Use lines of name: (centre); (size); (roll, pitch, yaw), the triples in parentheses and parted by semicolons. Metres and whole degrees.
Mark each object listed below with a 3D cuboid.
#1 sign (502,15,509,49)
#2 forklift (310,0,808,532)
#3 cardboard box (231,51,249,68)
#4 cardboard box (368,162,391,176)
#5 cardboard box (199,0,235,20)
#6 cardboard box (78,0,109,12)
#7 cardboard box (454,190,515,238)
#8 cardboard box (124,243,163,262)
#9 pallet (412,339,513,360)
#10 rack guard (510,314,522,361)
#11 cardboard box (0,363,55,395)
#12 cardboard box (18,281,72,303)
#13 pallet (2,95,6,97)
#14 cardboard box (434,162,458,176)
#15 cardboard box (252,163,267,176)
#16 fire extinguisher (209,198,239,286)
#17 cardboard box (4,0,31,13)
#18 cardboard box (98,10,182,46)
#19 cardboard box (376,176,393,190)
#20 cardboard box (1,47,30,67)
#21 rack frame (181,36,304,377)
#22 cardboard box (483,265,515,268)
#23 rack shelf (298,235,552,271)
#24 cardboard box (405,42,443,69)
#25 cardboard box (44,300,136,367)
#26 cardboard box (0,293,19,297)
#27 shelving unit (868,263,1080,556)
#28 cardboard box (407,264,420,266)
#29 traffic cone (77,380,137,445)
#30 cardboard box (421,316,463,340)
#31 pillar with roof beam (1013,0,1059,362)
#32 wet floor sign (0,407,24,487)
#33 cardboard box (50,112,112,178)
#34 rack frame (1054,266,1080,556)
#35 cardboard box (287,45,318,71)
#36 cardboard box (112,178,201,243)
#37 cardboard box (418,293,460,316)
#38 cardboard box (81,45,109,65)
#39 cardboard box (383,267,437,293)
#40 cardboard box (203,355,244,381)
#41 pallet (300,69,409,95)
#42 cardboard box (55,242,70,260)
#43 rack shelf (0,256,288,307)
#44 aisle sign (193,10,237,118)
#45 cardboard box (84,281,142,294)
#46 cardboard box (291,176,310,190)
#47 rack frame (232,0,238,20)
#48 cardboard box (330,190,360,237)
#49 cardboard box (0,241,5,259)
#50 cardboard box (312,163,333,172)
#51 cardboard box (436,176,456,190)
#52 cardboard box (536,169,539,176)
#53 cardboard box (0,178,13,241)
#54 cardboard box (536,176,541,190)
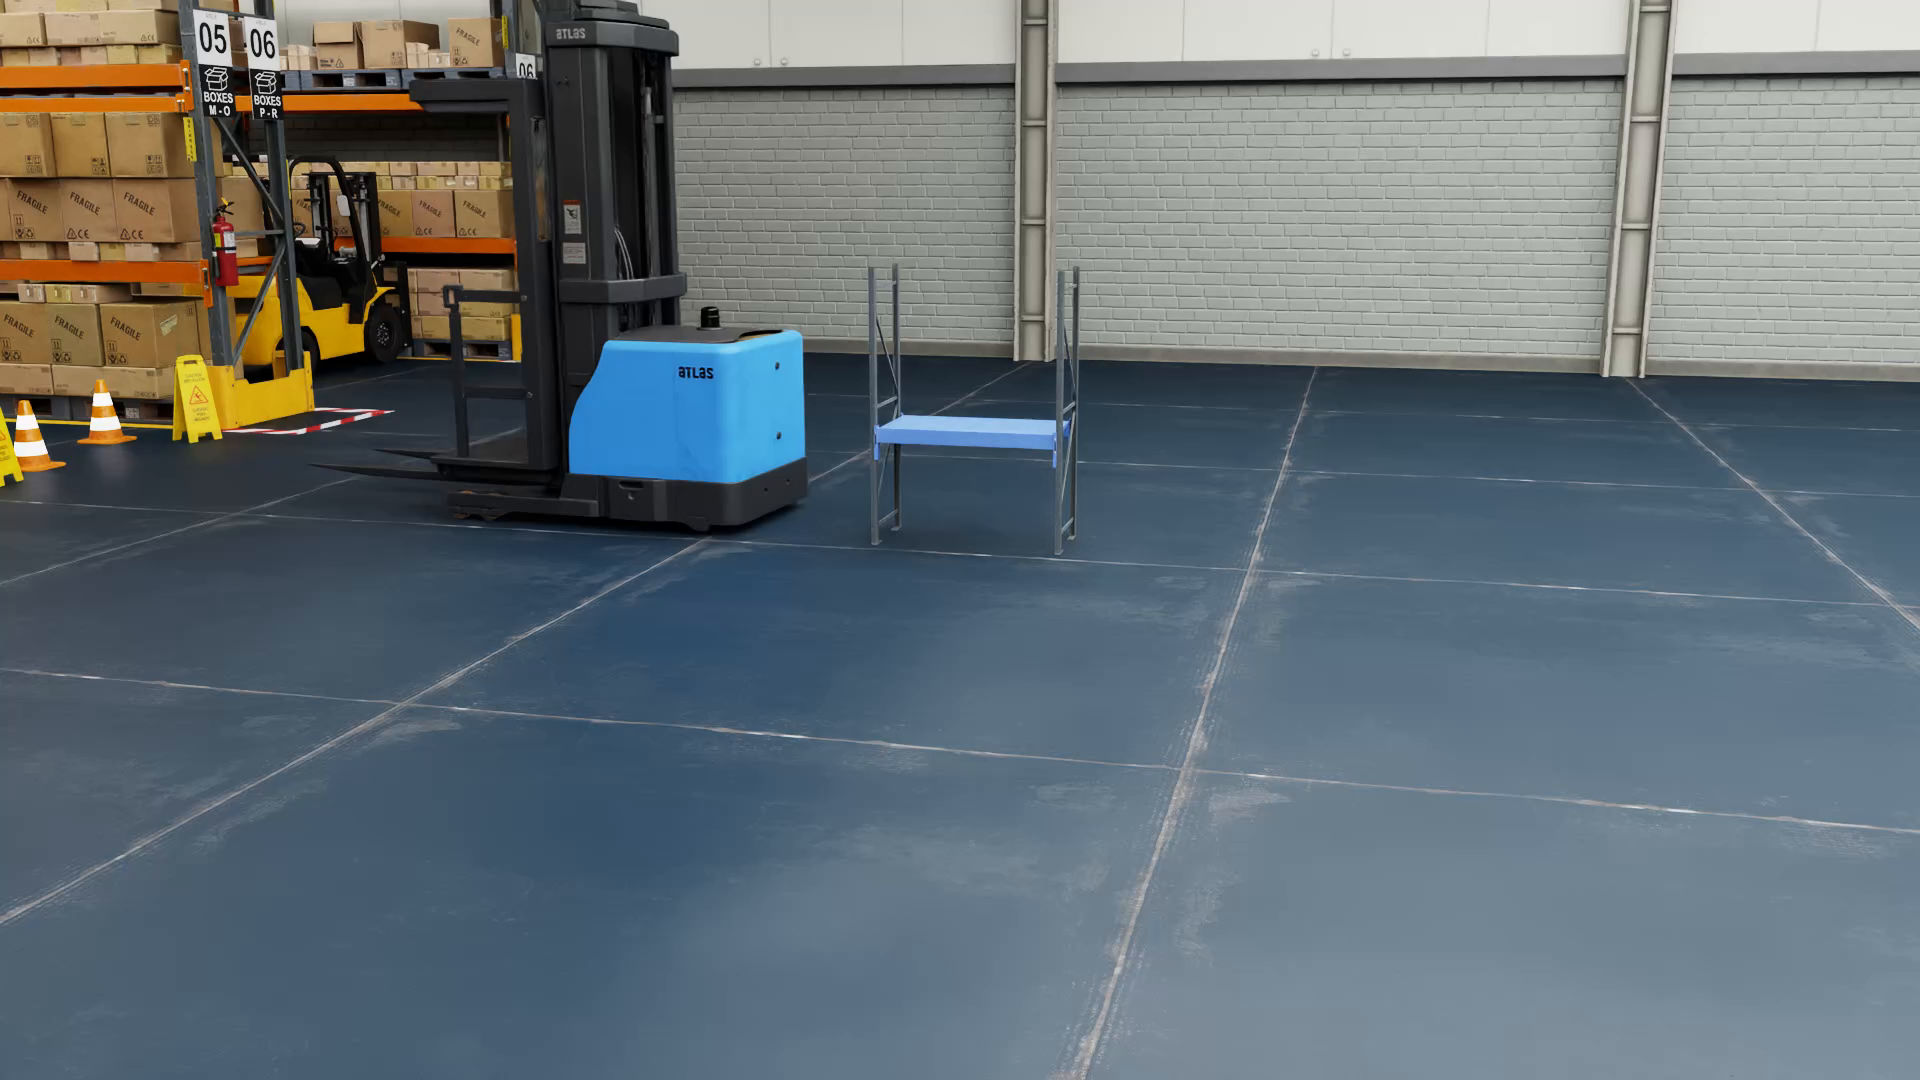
sign: (-4.705, -5.255, 17.206); (0.005, 0.325, 0.100); (3, 13, 14)
forklift: (-2.498, -1.646, 9.888); (3.031, 2.935, 1.130); (4, 13, 18)
cardboard box: (-5.991, -3.893, 13.511); (0.250, 0.149, 0.380); (3, 13, 14)
cardboard box: (-6.222, -4.040, 18.103); (0.250, 0.149, 0.380); (3, 13, 15)
cardboard box: (-6.043, -4.258, 13.316); (0.250, 0.149, 0.380); (3, 13, 13)
cardboard box: (-6.639, -4.183, 12.978); (0.250, 0.149, 0.380); (3, 13, 13)
cardboard box: (-5.102, -3.529, 17.984); (0.500, 0.500, 0.500); (3, 13, 12)
cardboard box: (-6.434, -2.308, 13.290); (0.250, 0.149, 0.380); (3, 13, 13)
pallet: (-5.314, -2.180, 18.570); (1.213, 0.211, 1.003); (3, 13, 14)
rack guard: (-4.538, -2.288, 18.394); (0.348, 0.500, 1.175); (3, 13, 14)
cardboard box: (-7.606, -1.369, 13.856); (0.500, 0.250, 0.500); (3, 13, 12)
cardboard box: (-7.458, -2.031, 13.612); (0.250, 0.149, 0.380); (4, 13, 16)
pallet: (-11.648, -5.281, 19.622); (1.003, 0.211, 1.213); (4, 13, 16)
cardboard box: (-5.467, -4.009, 17.964); (0.250, 0.149, 0.380); (3, 13, 15)
cardboard box: (-7.681, -4.143, 18.569); (0.250, 0.149, 0.380); (3, 13, 12)
fire extinguisher: (-5.746, -2.325, 12.968); (0.183, 0.674, 0.296); (3, 13, 14)
cardboard box: (-7.357, -4.241, 13.236); (0.250, 0.149, 0.380); (3, 13, 12)
cardboard box: (-6.308, -3.972, 12.947); (0.500, 0.250, 0.500); (3, 13, 13)
cardboard box: (-6.216, -3.896, 18.140); (0.250, 0.149, 0.380); (3, 13, 14)
cardboard box: (-7.397, -3.840, 13.270); (0.250, 0.149, 0.380); (3, 13, 12)
rack frame: (-5.747, -2.466, 13.424); (0.127, 3.000, 1.000); (3, 13, 14)
cardboard box: (-4.982, -2.926, 18.565); (0.500, 0.250, 0.500); (3, 13, 13)
rack shelf: (-6.503, -3.263, 18.675); (4.000, 0.370, 1.077); (3, 13, 14)
cardboard box: (-5.685, -5.155, 17.728); (0.258, 0.266, 0.396); (3, 13, 14)
cardboard box: (-7.094, -1.708, 13.654); (0.500, 0.500, 0.500); (4, 13, 16)
cardboard box: (-8.002, -1.876, 14.411); (0.500, 0.500, 0.500); (4, 13, 17)
shelving unit: (0.083, -0.728, 9.051); (1.048, 1.500, 0.538); (3, 13, 14)
cardboard box: (-6.447, -3.007, 18.932); (0.500, 0.250, 0.500); (3, 13, 12)
traffic cone: (-6.473, -0.979, 12.576); (0.334, 0.463, 0.336); (3, 13, 14)
cardboard box: (-5.573, -2.358, 18.317); (0.500, 0.250, 0.500); (3, 13, 14)
pillar with roof beam: (-0.227, -5.448, 13.013); (0.400, 9.000, 9.100); (3, 13, 14)
wet floor sign: (-6.332, -0.685, 10.833); (0.232, 0.644, 0.267); (1, 13, 4)
cardboard box: (-6.784, -3.157, 13.310); (0.500, 0.500, 0.700); (3, 13, 14)
rack frame: (0.576, -0.701, 8.932); (0.032, 1.500, 0.500); (3, 13, 14)
cardboard box: (-7.076, -5.229, 18.063); (0.258, 0.266, 0.396); (3, 13, 12)
cardboard box: (-6.340, -2.630, 13.246); (0.500, 0.500, 0.500); (3, 13, 13)
cardboard box: (-5.593, -2.605, 18.272); (0.500, 0.250, 0.500); (3, 13, 13)
cardboard box: (-6.659, -3.794, 13.066); (0.250, 0.149, 0.380); (3, 13, 15)
cardboard box: (-6.072, -2.868, 18.308); (0.500, 0.250, 0.500); (3, 13, 14)
cardboard box: (-6.464, -1.429, 14.127); (0.500, 0.250, 0.500); (3, 13, 13)
pallet: (-6.429, -5.036, 18.287); (1.213, 0.211, 1.003); (3, 13, 14)
cardboard box: (-7.150, -2.375, 13.595); (0.250, 0.149, 0.380); (3, 13, 14)
rack shelf: (-7.688, -2.219, 13.969); (4.000, 0.370, 1.077); (3, 13, 14)
aisle sign: (-5.756, -3.671, 12.853); (0.004, 0.787, 0.394); (3, 13, 14)
cardboard box: (-9.705, -2.830, 19.577); (0.625, 0.625, 0.875); (3, 13, 13)
cardboard box: (-7.211, -3.948, 18.375); (0.250, 0.149, 0.380); (3, 13, 13)
rack frame: (-8.445, -6.646, 18.415); (0.127, 3.000, 1.000); (3, 13, 14)
cardboard box: (-6.592, -3.608, 18.341); (0.500, 0.500, 0.500); (3, 13, 14)
cardboard box: (-7.910, -2.392, 13.668); (0.250, 0.149, 0.380); (3, 13, 13)
cardboard box: (-6.936, -4.099, 18.369); (0.250, 0.149, 0.380); (3, 13, 13)
cardboard box: (-5.457, -3.868, 18.014); (0.250, 0.149, 0.380); (3, 13, 15)
cardboard box: (-4.836, -4.083, 18.297); (0.250, 0.149, 0.380); (3, 13, 12)
cardboard box: (-7.797, -2.714, 13.625); (0.500, 0.500, 0.500); (3, 13, 14)
cardboard box: (-4.828, -3.948, 18.373); (0.250, 0.149, 0.380); (3, 13, 12)
